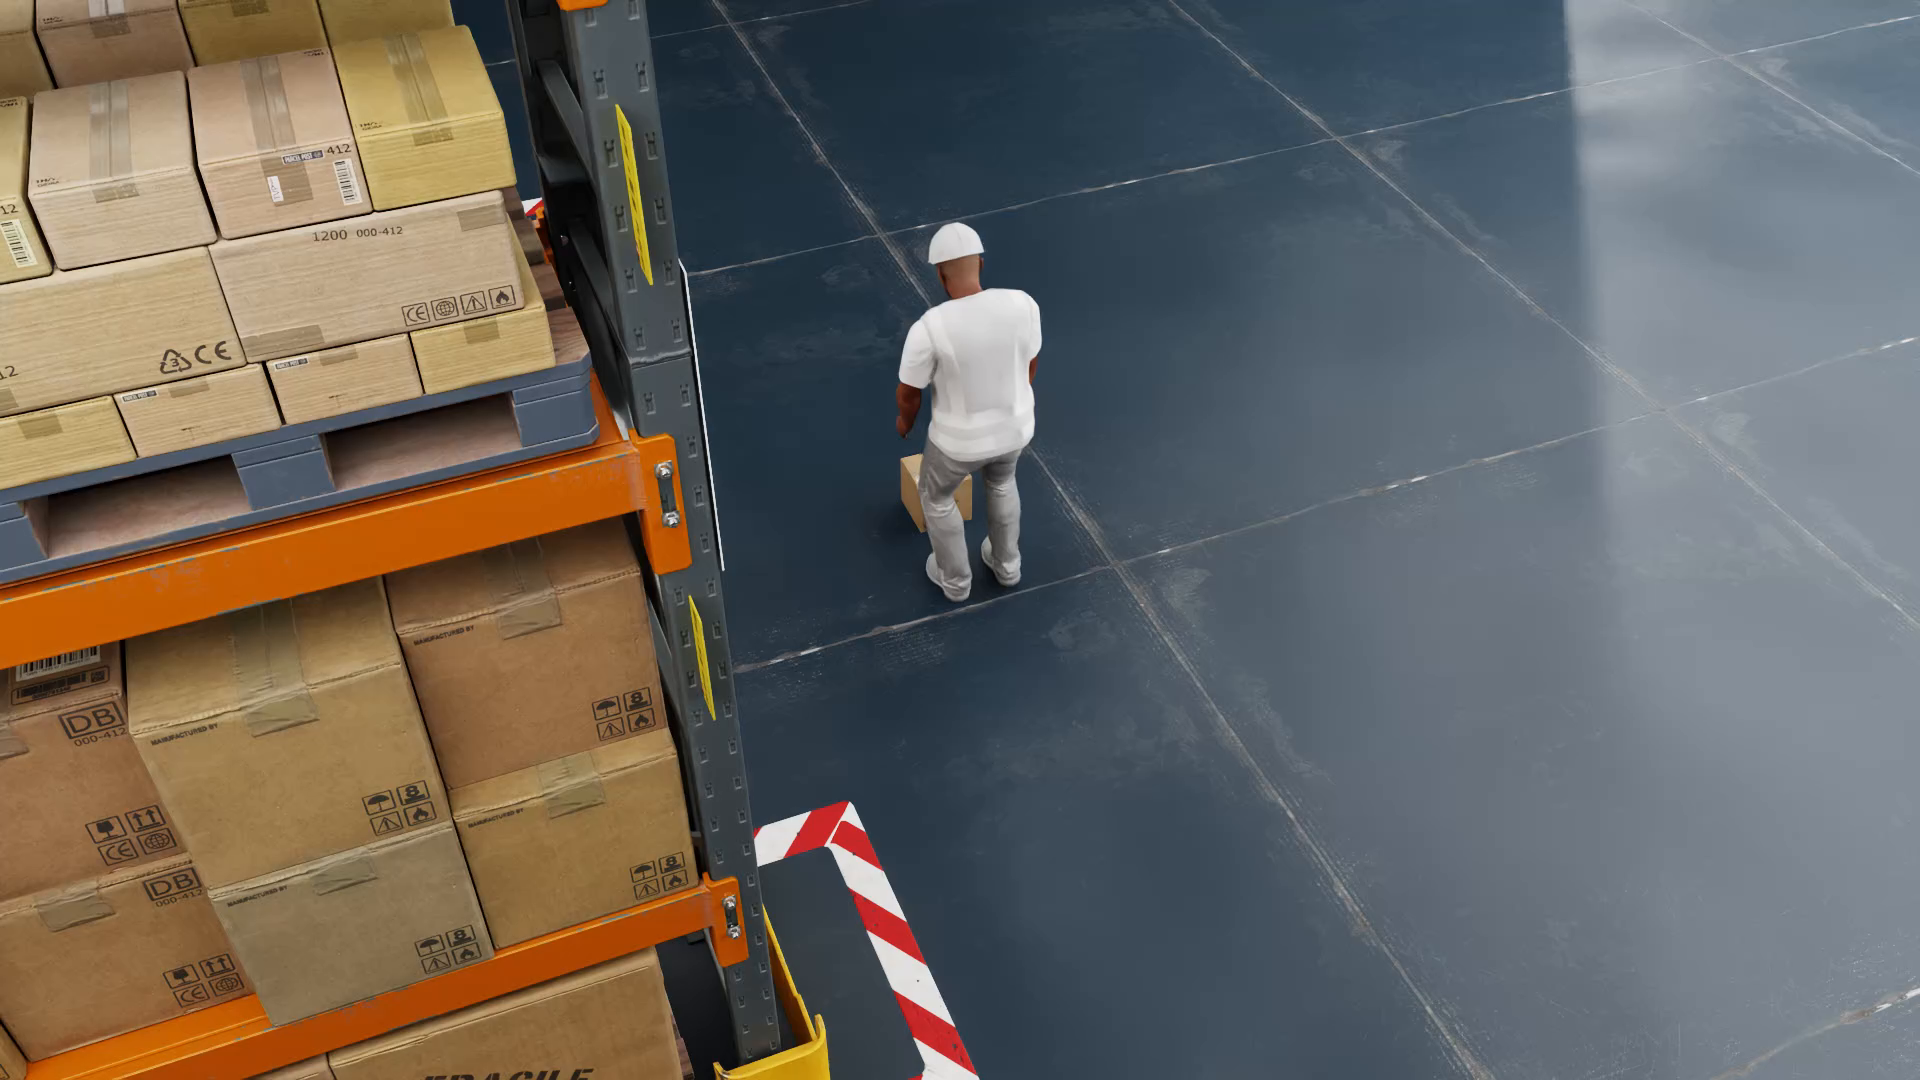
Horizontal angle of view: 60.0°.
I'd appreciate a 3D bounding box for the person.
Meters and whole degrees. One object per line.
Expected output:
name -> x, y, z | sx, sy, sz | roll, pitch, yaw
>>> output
person -> -0.012, -0.276, 7.128 | 0.504, 0.897, 0.979 | -17, 44, -18
